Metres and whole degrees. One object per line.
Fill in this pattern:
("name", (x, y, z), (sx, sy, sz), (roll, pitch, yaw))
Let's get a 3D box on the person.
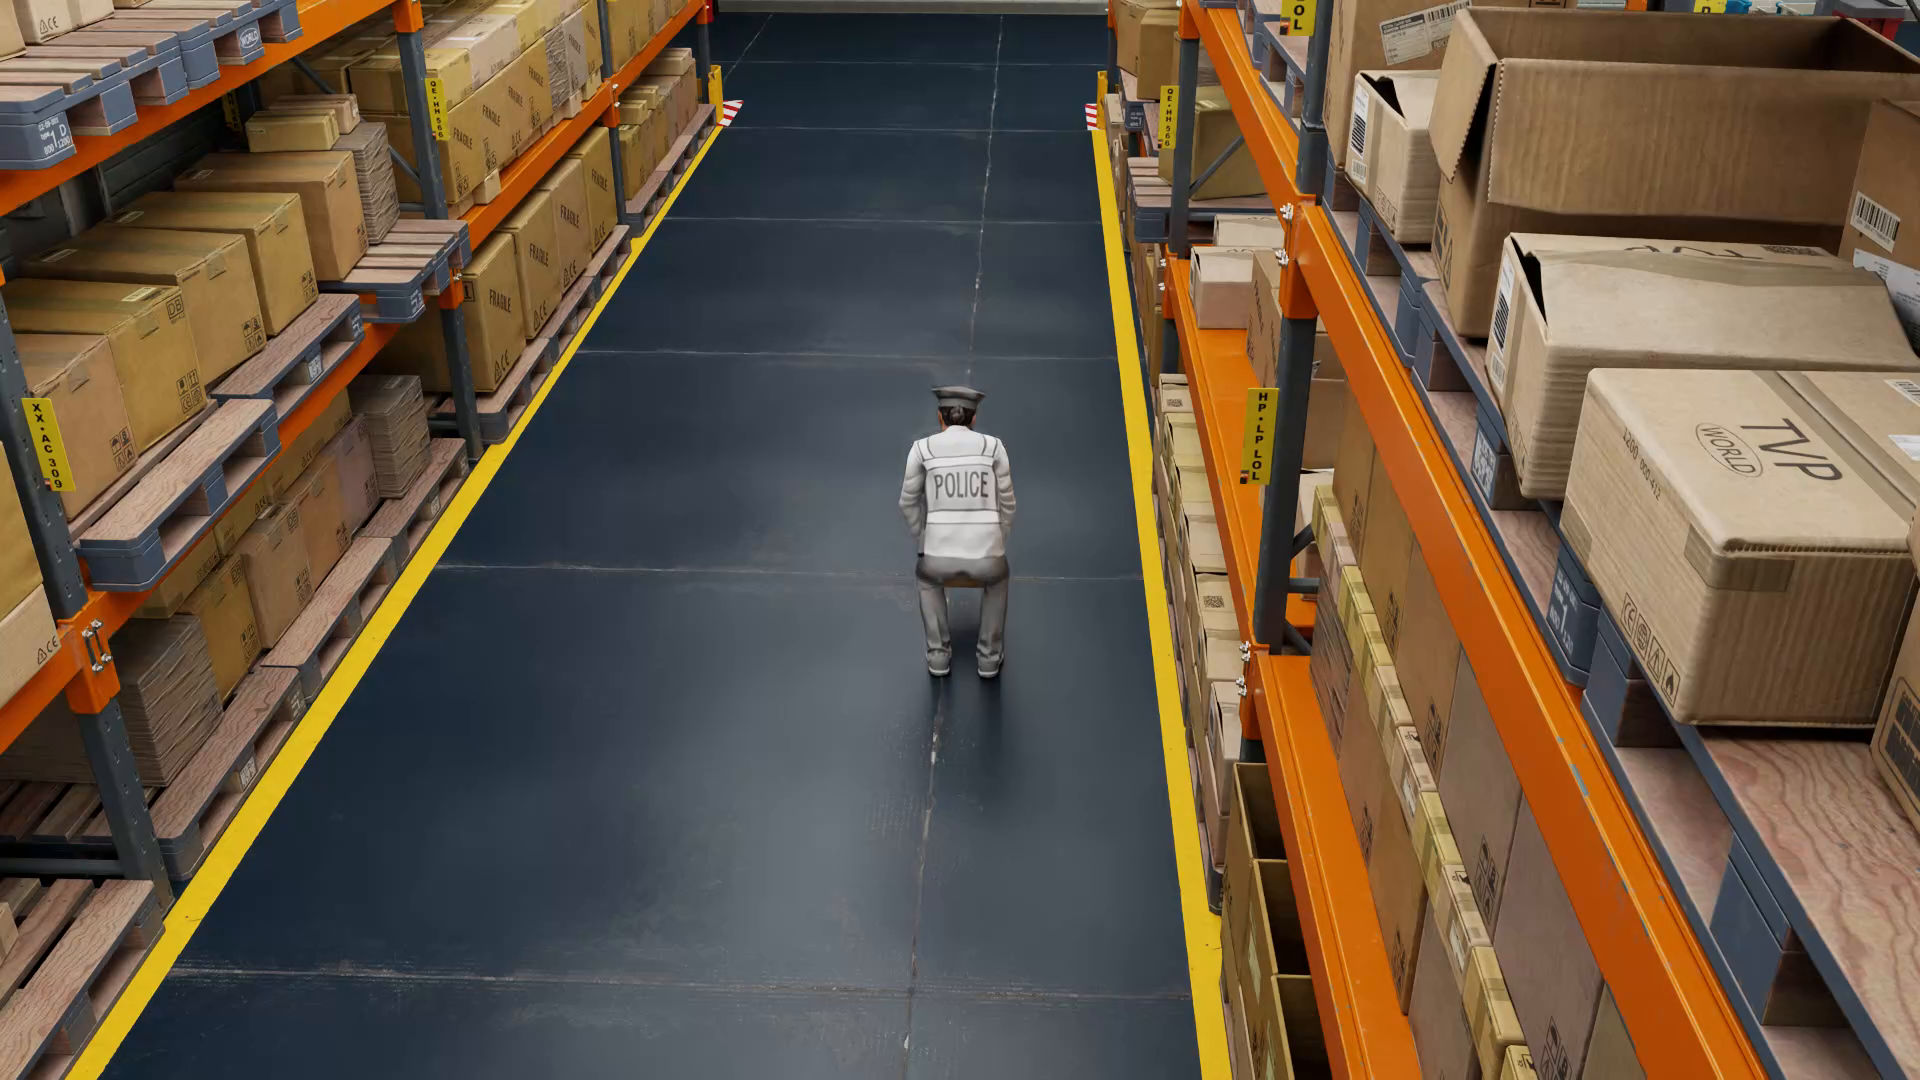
("person", (-0.015, -0.026, 7.570), (0.534, 1.294, 0.749), (1, 28, 2))
